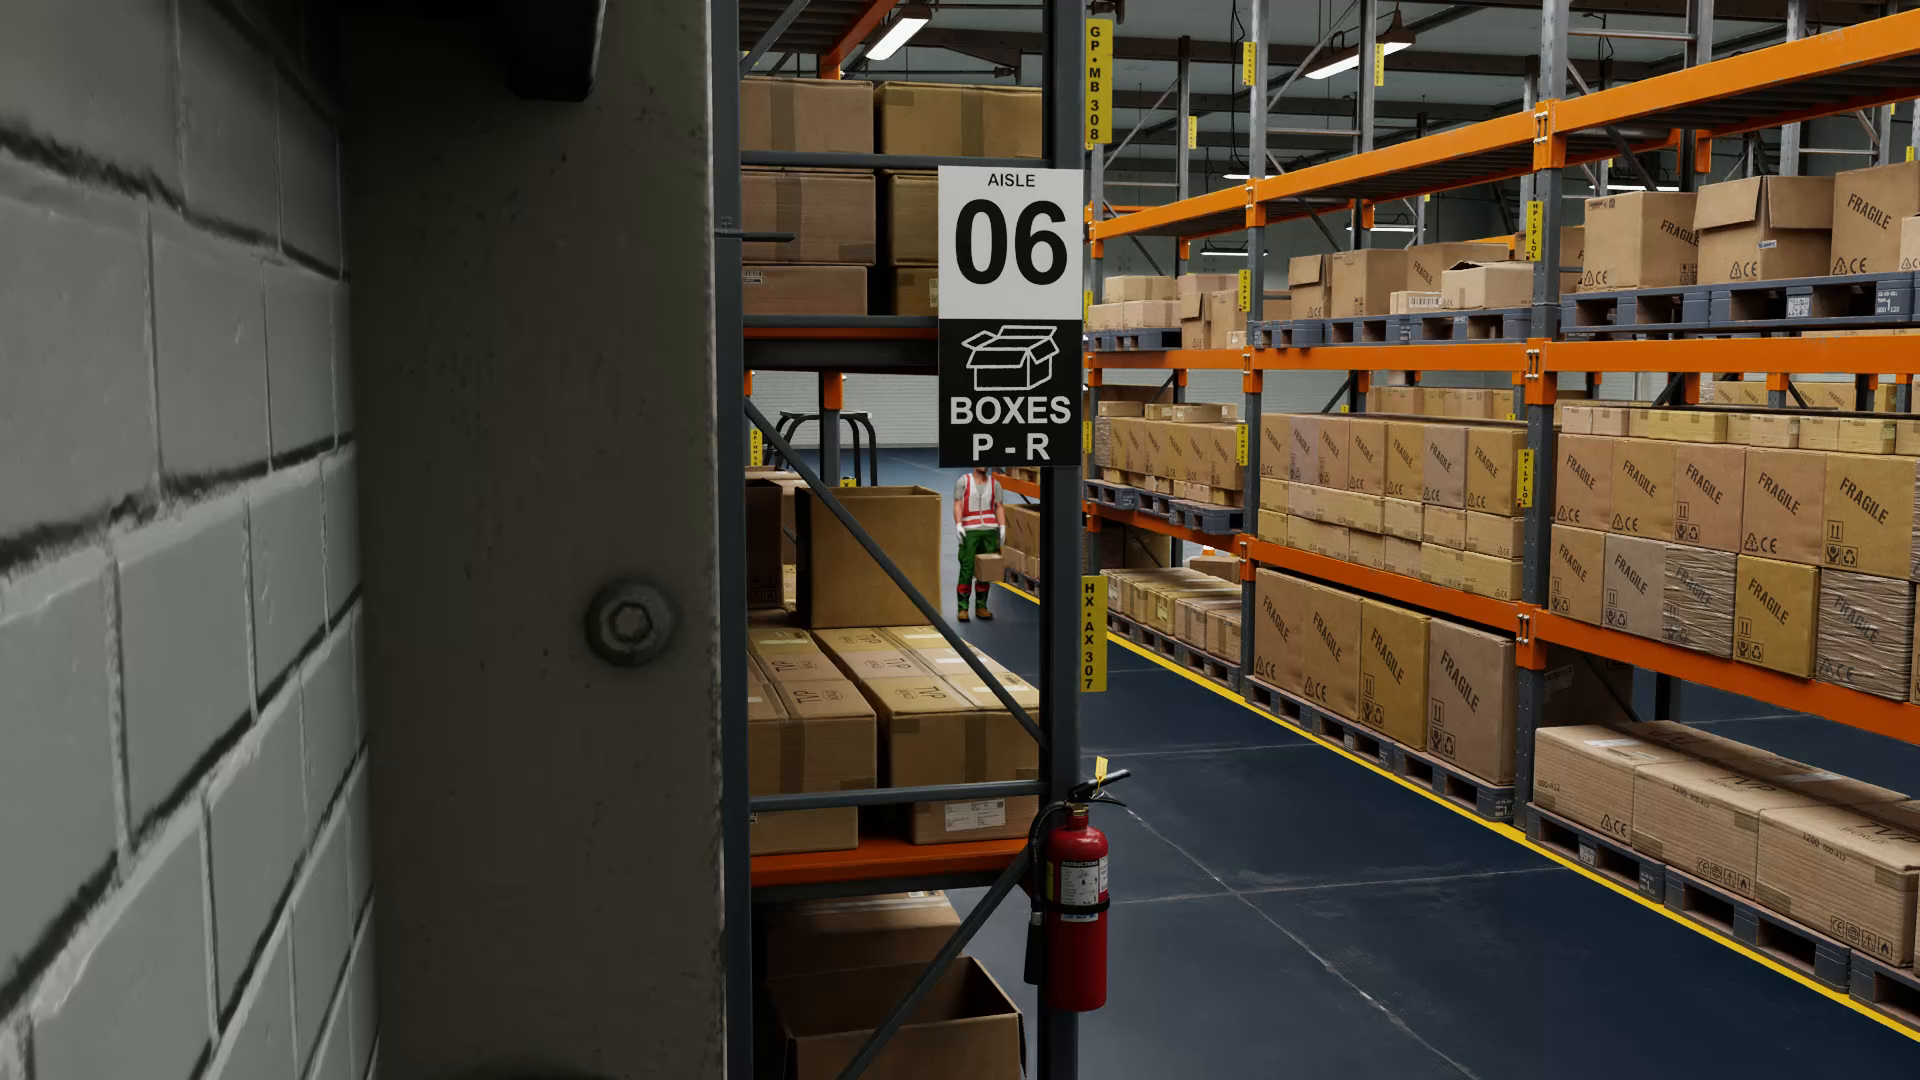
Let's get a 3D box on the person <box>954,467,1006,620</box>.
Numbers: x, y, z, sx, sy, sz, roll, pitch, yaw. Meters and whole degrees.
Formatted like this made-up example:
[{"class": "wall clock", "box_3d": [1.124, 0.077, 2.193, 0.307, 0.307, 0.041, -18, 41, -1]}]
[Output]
[{"class": "person", "box_3d": [0.213, -0.069, 17.588, 0.597, 1.789, 0.562, -2, 6, -16]}]
